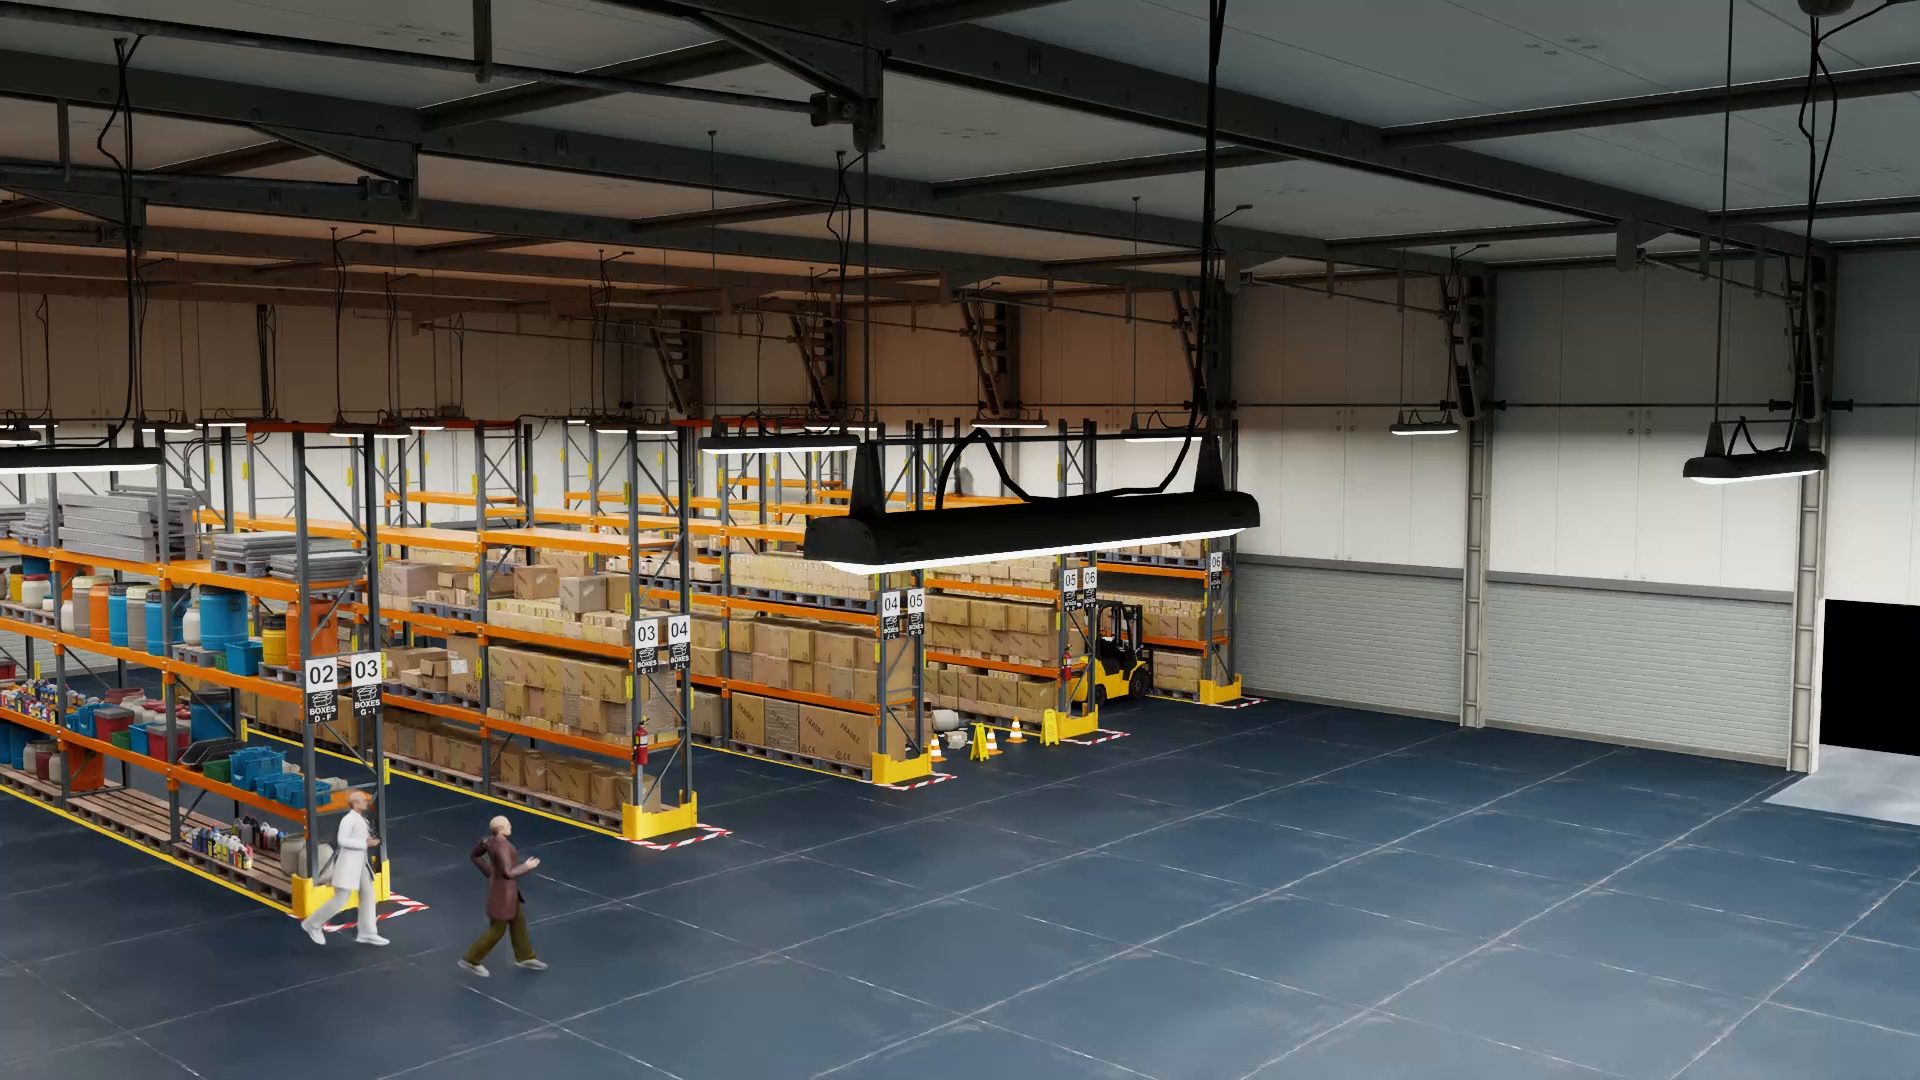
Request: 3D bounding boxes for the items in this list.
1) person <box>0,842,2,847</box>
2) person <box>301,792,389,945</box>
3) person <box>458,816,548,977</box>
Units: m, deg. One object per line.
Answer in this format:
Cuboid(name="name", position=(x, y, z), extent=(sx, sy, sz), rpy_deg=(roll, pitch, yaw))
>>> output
Cuboid(name="person", position=(-14.101, 3.508, 23.799), extent=(0.866, 1.833, 0.603), rpy_deg=(3, 6, 32))
Cuboid(name="person", position=(-7.176, 3.851, 19.614), extent=(1.015, 1.752, 0.717), rpy_deg=(0, 5, 1))
Cuboid(name="person", position=(-5.015, 3.923, 18.295), extent=(0.940, 1.808, 0.701), rpy_deg=(-2, 5, -23))
